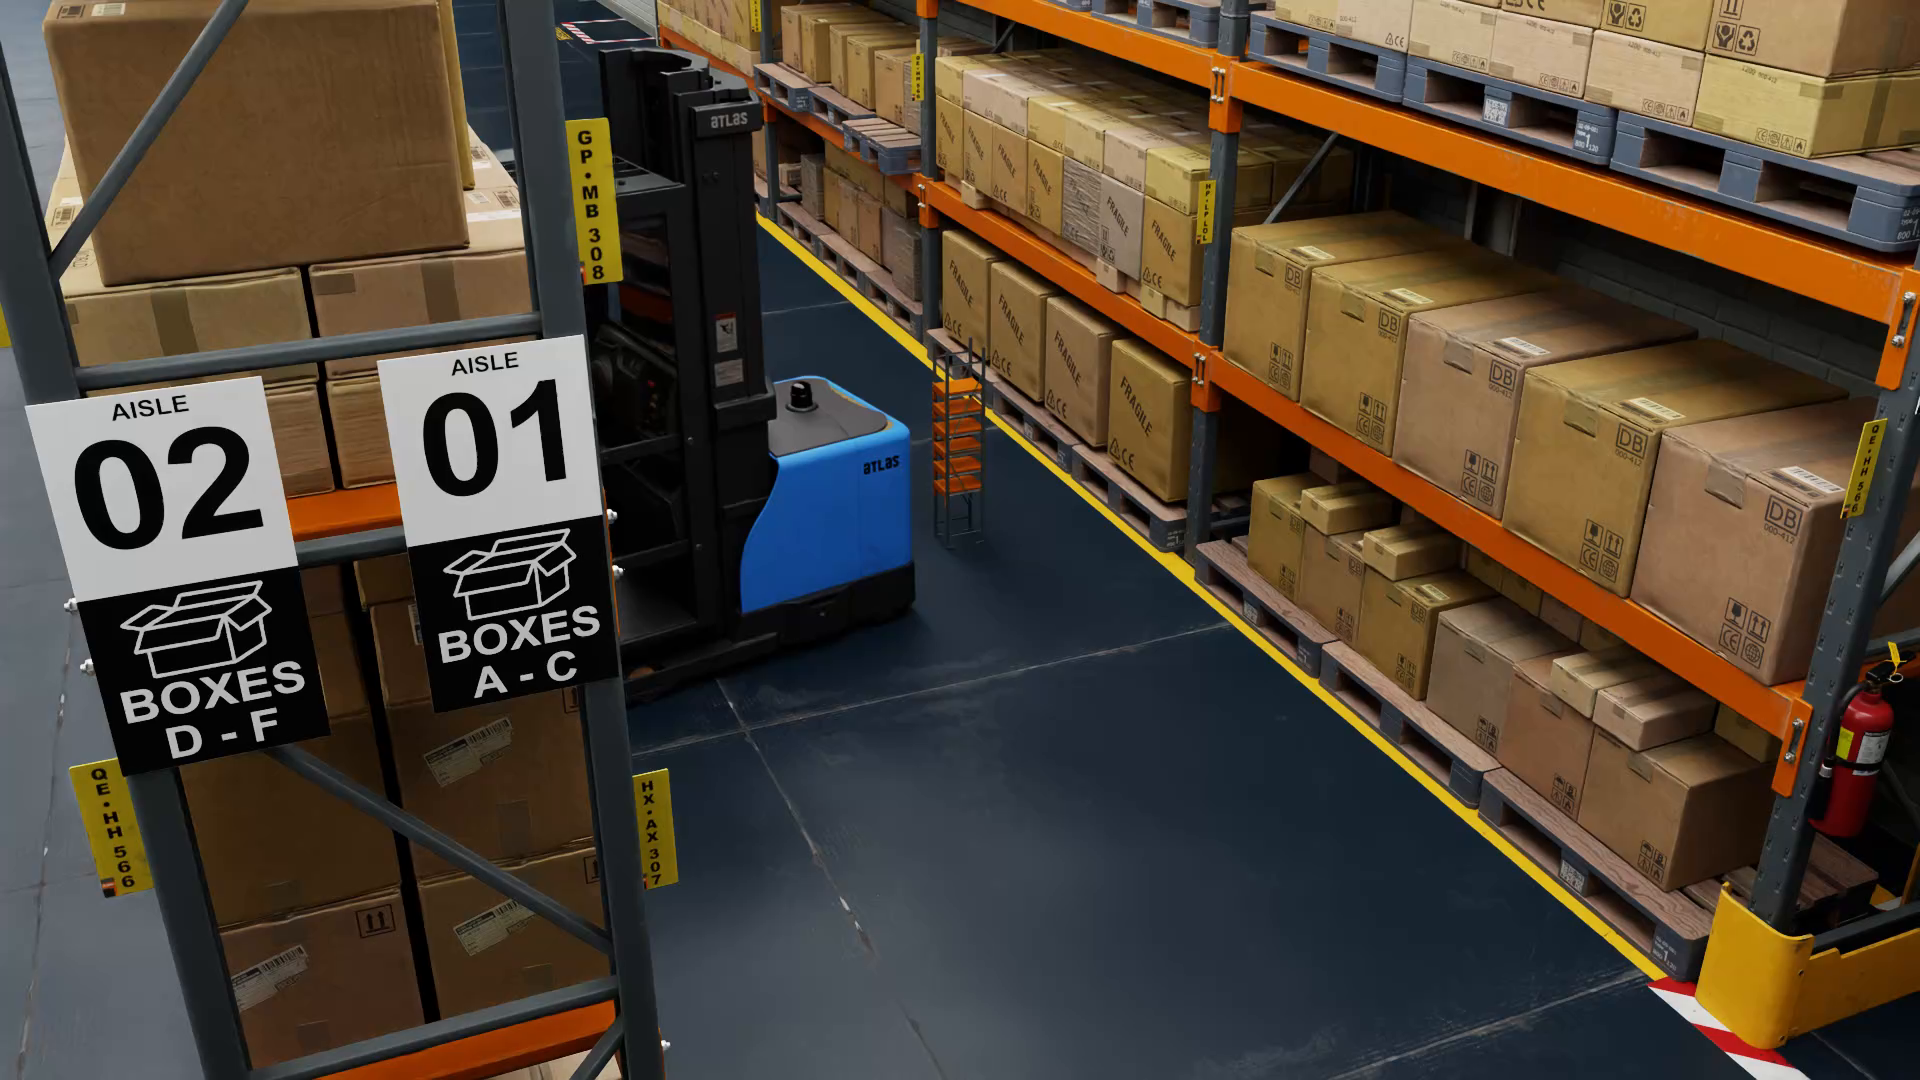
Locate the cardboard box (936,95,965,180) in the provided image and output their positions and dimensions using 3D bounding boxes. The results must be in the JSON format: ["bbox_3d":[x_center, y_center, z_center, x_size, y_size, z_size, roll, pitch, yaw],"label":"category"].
[{"bbox_3d":[0.152,-2.859,11.711,0.500,0.500,0.500,-10,28,-19],"label":"cardboard box"}]

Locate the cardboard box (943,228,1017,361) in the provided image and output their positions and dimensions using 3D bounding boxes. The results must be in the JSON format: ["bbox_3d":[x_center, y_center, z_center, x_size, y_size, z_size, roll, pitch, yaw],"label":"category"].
[{"bbox_3d":[0.364,-1.815,12.020,0.750,0.750,0.750,-11,28,-21],"label":"cardboard box"}]

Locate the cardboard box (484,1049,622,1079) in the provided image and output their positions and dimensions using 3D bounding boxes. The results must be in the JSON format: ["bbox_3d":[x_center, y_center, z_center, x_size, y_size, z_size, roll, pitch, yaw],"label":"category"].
[{"bbox_3d":[-1.374,1.739,5.403,0.500,0.250,0.500,-11,28,-21],"label":"cardboard box"}]

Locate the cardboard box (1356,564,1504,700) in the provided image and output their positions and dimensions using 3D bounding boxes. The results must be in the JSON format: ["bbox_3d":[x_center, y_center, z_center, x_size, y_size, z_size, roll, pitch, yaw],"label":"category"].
[{"bbox_3d":[2.355,0.368,7.947,0.700,0.500,0.500,-10,28,-19],"label":"cardboard box"}]

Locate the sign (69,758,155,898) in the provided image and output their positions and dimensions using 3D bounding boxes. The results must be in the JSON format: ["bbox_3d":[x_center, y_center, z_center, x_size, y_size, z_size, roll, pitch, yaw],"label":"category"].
[{"bbox_3d":[-1.745,0.596,3.431,0.100,0.325,0.005,-11,28,-21],"label":"sign"}]

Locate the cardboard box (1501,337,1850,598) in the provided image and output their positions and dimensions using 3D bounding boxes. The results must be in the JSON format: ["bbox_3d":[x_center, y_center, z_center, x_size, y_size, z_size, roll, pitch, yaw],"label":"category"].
[{"bbox_3d":[2.826,-0.313,6.630,0.980,0.700,0.700,-11,28,-21],"label":"cardboard box"}]

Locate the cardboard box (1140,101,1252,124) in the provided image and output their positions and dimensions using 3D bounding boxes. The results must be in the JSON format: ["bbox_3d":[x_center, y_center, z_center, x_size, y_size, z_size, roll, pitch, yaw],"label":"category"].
[{"bbox_3d":[1.411,-2.463,10.046,0.500,0.250,0.500,-12,28,-22],"label":"cardboard box"}]

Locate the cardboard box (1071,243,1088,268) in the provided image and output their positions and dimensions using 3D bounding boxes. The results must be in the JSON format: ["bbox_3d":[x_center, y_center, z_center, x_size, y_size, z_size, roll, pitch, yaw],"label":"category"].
[{"bbox_3d":[0.913,-1.801,10.283,0.380,0.149,0.250,-11,28,-22],"label":"cardboard box"}]

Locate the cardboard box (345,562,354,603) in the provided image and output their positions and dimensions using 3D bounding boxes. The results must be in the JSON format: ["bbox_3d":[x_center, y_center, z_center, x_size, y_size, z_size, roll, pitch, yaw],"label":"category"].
[{"bbox_3d":[-2.158,-0.123,6.470,0.500,0.500,0.500,-10,28,-19],"label":"cardboard box"}]

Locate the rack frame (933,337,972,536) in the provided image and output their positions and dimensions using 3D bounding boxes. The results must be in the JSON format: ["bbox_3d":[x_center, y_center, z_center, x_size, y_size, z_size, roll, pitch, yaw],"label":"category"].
[{"bbox_3d":[-0.042,-0.582,9.574,0.240,1.200,0.006,-11,28,-21],"label":"rack frame"}]

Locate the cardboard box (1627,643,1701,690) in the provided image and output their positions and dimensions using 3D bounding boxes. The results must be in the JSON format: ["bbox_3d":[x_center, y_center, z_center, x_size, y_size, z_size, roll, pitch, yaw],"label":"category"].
[{"bbox_3d":[2.998,0.508,6.923,0.380,0.149,0.250,-10,28,-20],"label":"cardboard box"}]

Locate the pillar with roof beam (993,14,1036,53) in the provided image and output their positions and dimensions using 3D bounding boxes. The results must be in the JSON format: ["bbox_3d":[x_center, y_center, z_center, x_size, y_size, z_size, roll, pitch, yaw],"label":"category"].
[{"bbox_3d":[-3.477,-5.541,10.842,9.100,9.000,0.400,-11,28,-21],"label":"pillar with roof beam"}]

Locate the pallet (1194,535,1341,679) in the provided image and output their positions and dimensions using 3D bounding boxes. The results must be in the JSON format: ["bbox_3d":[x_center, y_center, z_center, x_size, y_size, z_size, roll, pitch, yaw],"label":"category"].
[{"bbox_3d":[1.989,0.277,8.942,1.003,0.211,1.213,-11,28,-21],"label":"pallet"}]

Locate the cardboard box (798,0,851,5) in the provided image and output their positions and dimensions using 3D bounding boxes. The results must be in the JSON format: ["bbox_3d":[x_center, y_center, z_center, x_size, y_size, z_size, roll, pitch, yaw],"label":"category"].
[{"bbox_3d":[-1.361,-5.030,15.928,0.500,0.500,0.500,-11,28,-22],"label":"cardboard box"}]

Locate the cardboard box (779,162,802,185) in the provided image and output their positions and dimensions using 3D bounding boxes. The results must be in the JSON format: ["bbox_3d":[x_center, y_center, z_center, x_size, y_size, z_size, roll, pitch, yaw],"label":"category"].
[{"bbox_3d":[-1.607,-3.662,16.558,0.380,0.166,0.250,-15,30,-27],"label":"cardboard box"}]

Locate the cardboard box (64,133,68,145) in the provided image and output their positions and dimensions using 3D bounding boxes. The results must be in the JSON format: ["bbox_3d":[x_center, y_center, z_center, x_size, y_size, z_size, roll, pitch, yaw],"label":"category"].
[{"bbox_3d":[-2.253,-1.103,4.773,0.500,0.250,0.500,-11,28,-21],"label":"cardboard box"}]

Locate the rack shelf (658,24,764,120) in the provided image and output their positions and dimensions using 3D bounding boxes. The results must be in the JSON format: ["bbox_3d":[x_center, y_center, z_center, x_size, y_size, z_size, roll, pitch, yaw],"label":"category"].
[{"bbox_3d":[-2.153,-5.010,17.413,1.077,0.370,4.000,-11,28,-21],"label":"rack shelf"}]

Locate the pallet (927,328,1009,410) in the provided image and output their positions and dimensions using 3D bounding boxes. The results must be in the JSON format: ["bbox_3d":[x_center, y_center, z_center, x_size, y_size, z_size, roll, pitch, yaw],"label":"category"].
[{"bbox_3d":[0.436,-1.327,12.228,1.003,0.211,1.213,-11,28,-21],"label":"pallet"}]

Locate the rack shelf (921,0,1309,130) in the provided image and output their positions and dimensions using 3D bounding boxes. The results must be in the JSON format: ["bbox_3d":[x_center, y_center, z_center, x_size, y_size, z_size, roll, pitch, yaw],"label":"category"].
[{"bbox_3d":[0.980,-3.129,10.140,1.077,0.370,4.000,-11,28,-21],"label":"rack shelf"}]

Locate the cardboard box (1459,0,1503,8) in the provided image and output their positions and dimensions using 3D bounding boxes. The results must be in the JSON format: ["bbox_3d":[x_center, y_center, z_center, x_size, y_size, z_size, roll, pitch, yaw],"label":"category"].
[{"bbox_3d":[2.190,-2.407,6.566,0.500,0.500,0.500,-10,28,-20],"label":"cardboard box"}]

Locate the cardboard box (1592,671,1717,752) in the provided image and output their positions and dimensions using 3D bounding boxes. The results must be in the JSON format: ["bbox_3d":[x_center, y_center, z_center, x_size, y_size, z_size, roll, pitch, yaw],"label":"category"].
[{"bbox_3d":[2.746,0.675,6.579,0.380,0.149,0.250,-11,28,-21],"label":"cardboard box"}]

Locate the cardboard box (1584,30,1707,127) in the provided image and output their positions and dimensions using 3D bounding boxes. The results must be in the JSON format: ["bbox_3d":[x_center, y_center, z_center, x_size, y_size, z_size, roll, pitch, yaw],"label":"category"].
[{"bbox_3d":[2.594,-1.656,5.882,0.500,0.250,0.500,-12,28,-23],"label":"cardboard box"}]

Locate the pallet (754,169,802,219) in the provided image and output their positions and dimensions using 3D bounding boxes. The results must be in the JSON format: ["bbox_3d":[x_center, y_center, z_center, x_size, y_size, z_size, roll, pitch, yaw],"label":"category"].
[{"bbox_3d":[-1.665,-3.538,16.756,1.003,0.211,1.213,-11,28,-21],"label":"pallet"}]

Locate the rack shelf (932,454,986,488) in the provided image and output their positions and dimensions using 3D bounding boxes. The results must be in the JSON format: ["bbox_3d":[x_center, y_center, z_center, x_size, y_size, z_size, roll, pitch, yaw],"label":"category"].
[{"bbox_3d":[-0.006,-0.397,9.571,0.258,0.103,0.180,-11,28,-21],"label":"rack shelf"}]

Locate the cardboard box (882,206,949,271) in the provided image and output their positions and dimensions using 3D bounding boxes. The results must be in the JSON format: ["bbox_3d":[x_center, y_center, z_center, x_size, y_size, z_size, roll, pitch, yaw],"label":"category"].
[{"bbox_3d":[-0.228,-2.496,13.790,0.700,0.500,0.500,-11,28,-21],"label":"cardboard box"}]

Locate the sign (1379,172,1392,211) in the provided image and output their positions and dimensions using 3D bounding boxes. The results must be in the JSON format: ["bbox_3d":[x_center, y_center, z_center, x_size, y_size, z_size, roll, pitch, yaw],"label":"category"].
[{"bbox_3d":[2.273,-1.817,8.976,0.100,0.325,0.005,-11,28,-21],"label":"sign"}]

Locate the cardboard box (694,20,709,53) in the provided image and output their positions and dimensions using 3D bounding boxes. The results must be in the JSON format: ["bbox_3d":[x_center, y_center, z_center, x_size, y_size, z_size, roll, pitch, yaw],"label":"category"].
[{"bbox_3d":[-2.431,-5.213,17.156,0.500,0.250,0.500,-10,28,-20],"label":"cardboard box"}]

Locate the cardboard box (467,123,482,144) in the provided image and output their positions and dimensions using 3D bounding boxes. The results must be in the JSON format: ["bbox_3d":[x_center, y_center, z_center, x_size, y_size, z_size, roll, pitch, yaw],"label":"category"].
[{"bbox_3d":[-1.579,-0.990,4.542,0.500,0.250,0.500,-11,28,-21],"label":"cardboard box"}]

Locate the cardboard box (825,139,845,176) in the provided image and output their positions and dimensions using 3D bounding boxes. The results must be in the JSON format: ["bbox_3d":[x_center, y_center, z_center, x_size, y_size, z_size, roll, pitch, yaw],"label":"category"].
[{"bbox_3d":[-0.890,-3.466,14.923,0.500,0.250,0.500,-11,28,-22],"label":"cardboard box"}]

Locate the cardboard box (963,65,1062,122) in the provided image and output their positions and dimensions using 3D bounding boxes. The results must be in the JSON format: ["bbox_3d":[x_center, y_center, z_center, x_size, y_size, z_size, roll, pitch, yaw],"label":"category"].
[{"bbox_3d":[0.349,-2.992,11.128,0.500,0.250,0.500,-11,28,-21],"label":"cardboard box"}]

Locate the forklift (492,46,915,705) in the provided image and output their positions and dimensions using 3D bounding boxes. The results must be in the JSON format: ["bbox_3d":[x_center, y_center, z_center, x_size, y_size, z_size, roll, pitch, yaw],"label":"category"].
[{"bbox_3d":[-1.747,-0.744,7.932,3.031,2.935,1.130,-17,31,-30],"label":"forklift"}]

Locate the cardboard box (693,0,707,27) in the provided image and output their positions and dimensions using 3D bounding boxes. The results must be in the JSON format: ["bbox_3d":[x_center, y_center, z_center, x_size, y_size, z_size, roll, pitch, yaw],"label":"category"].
[{"bbox_3d":[-2.432,-5.558,17.008,0.500,0.500,0.500,-10,28,-19],"label":"cardboard box"}]

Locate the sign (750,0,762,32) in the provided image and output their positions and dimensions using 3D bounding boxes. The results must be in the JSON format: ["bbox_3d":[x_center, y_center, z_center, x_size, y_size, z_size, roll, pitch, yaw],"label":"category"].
[{"bbox_3d":[-1.866,-4.819,15.214,0.100,0.325,0.005,-11,28,-21],"label":"sign"}]

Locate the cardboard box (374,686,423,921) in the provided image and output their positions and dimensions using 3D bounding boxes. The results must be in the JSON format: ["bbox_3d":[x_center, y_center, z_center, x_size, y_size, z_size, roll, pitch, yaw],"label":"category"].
[{"bbox_3d":[-1.365,0.694,4.796,0.500,0.500,0.500,-11,28,-21],"label":"cardboard box"}]

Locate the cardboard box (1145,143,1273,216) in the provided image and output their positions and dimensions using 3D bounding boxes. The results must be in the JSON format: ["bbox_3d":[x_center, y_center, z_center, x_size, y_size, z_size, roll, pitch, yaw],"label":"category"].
[{"bbox_3d":[1.345,-1.966,9.027,0.500,0.250,0.500,-10,28,-19],"label":"cardboard box"}]

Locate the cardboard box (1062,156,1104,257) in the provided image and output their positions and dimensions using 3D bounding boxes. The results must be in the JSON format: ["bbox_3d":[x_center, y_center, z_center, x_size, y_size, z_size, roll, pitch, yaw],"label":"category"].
[{"bbox_3d":[0.953,-2.036,10.025,0.500,0.500,0.500,-11,28,-20],"label":"cardboard box"}]

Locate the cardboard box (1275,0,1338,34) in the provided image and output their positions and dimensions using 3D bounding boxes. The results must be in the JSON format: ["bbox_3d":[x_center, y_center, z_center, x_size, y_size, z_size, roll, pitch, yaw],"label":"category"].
[{"bbox_3d":[1.791,-2.487,7.583,0.500,0.250,0.500,-11,28,-21],"label":"cardboard box"}]

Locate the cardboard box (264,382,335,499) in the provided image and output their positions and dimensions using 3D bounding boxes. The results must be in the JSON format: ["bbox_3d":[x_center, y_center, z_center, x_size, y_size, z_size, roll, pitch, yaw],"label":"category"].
[{"bbox_3d":[-1.670,-0.272,3.640,0.500,0.250,0.500,-11,28,-21],"label":"cardboard box"}]

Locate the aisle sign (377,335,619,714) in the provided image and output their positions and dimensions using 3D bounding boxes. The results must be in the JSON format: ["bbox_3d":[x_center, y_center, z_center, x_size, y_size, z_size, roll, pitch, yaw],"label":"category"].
[{"bbox_3d":[-0.930,-0.020,3.410,0.394,0.787,0.004,-11,28,-21],"label":"aisle sign"}]

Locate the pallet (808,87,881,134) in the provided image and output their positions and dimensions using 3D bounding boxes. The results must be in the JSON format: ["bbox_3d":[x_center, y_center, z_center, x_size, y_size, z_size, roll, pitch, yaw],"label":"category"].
[{"bbox_3d":[-0.616,-3.617,13.959,1.003,0.211,1.213,-11,28,-21],"label":"pallet"}]

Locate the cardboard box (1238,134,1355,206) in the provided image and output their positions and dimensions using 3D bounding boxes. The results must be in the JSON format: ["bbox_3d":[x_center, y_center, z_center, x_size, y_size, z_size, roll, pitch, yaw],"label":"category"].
[{"bbox_3d":[1.823,-2.052,9.203,0.500,0.250,0.500,-10,28,-19],"label":"cardboard box"}]

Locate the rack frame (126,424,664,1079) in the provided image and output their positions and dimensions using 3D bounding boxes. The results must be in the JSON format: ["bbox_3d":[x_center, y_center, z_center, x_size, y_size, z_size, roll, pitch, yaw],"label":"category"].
[{"bbox_3d":[-1.227,1.171,3.933,1.000,3.000,0.127,-11,28,-21],"label":"rack frame"}]

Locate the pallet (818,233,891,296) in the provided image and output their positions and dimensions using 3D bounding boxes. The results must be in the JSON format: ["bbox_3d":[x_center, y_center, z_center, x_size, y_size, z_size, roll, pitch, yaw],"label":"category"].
[{"bbox_3d":[-0.582,-2.466,14.560,1.003,0.211,1.213,-11,28,-21],"label":"pallet"}]

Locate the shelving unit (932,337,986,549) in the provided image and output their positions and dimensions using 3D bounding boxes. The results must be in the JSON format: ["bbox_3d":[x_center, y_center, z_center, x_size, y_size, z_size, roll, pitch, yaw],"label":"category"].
[{"bbox_3d":[-0.006,-0.545,9.499,0.258,1.200,0.189,-11,28,-21],"label":"shelving unit"}]

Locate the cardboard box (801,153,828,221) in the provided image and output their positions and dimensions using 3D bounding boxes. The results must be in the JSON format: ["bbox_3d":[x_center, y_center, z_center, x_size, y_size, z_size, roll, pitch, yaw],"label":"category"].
[{"bbox_3d":[-1.066,-3.306,15.451,0.700,0.500,0.500,-10,28,-19],"label":"cardboard box"}]

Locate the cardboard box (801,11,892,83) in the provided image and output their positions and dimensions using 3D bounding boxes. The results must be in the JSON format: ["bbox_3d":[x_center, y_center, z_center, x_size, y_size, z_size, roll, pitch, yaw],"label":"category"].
[{"bbox_3d":[-0.989,-4.331,14.586,0.700,0.500,0.500,-8,27,-15],"label":"cardboard box"}]

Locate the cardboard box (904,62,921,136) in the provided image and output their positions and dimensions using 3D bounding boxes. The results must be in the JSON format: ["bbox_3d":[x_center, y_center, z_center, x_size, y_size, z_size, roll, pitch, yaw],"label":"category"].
[{"bbox_3d":[0.004,-3.342,12.561,0.700,0.500,0.500,-14,29,-27],"label":"cardboard box"}]

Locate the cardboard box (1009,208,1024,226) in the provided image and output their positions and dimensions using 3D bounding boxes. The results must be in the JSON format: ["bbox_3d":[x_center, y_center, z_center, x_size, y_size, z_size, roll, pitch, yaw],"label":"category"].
[{"bbox_3d":[0.551,-2.226,11.154,0.380,0.149,0.250,-10,28,-19],"label":"cardboard box"}]

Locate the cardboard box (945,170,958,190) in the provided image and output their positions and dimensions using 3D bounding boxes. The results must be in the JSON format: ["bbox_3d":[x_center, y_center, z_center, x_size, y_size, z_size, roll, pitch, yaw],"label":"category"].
[{"bbox_3d":[0.113,-2.635,11.991,0.380,0.149,0.250,-11,28,-21],"label":"cardboard box"}]

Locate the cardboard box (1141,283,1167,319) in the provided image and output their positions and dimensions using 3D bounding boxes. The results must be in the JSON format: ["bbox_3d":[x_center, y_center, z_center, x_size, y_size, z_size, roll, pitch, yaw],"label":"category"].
[{"bbox_3d":[1.250,-1.378,9.418,0.380,0.149,0.250,-10,28,-20],"label":"cardboard box"}]

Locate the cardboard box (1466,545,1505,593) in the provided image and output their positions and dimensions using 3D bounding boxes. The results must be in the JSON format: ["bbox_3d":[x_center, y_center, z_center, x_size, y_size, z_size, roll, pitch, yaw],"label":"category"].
[{"bbox_3d":[2.600,0.098,7.761,0.380,0.149,0.250,-11,28,-22],"label":"cardboard box"}]

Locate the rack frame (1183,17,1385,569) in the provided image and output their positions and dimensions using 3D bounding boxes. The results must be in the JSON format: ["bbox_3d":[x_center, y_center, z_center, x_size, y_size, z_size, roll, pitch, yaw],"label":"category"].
[{"bbox_3d":[1.763,-1.297,8.987,1.000,3.000,0.127,-11,28,-21],"label":"rack frame"}]

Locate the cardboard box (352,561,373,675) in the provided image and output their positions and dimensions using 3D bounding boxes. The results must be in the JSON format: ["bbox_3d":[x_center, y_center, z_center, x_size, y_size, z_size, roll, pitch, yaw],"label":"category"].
[{"bbox_3d":[-1.561,0.040,4.997,0.500,0.500,0.500,-10,28,-20],"label":"cardboard box"}]
